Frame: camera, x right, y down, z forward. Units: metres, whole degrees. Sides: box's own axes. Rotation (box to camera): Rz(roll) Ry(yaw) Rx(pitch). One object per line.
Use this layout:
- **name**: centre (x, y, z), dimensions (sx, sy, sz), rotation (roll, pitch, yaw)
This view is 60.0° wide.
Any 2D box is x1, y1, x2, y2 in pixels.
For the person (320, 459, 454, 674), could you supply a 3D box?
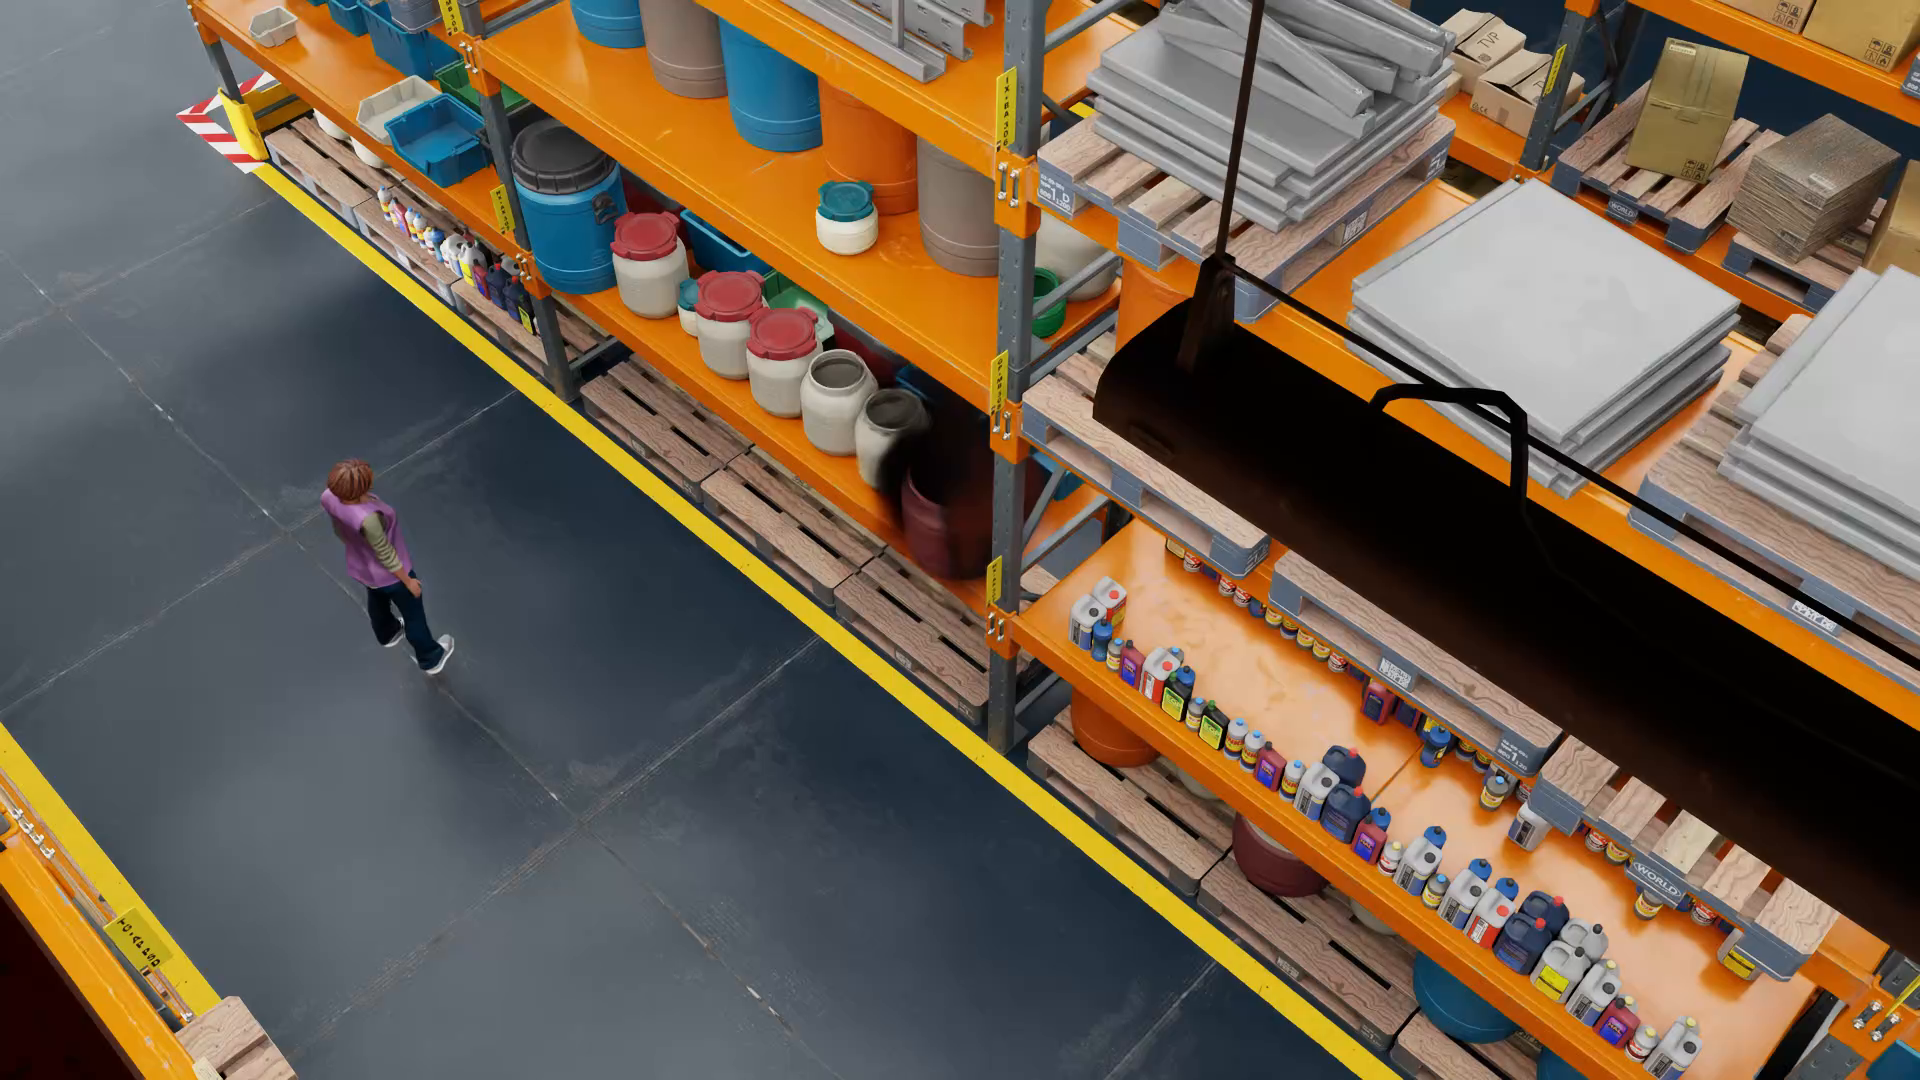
- **person**: centre (-3.065, 0.121, 8.855), dimensions (0.486, 1.591, 0.373), rotation (23, 54, 18)
